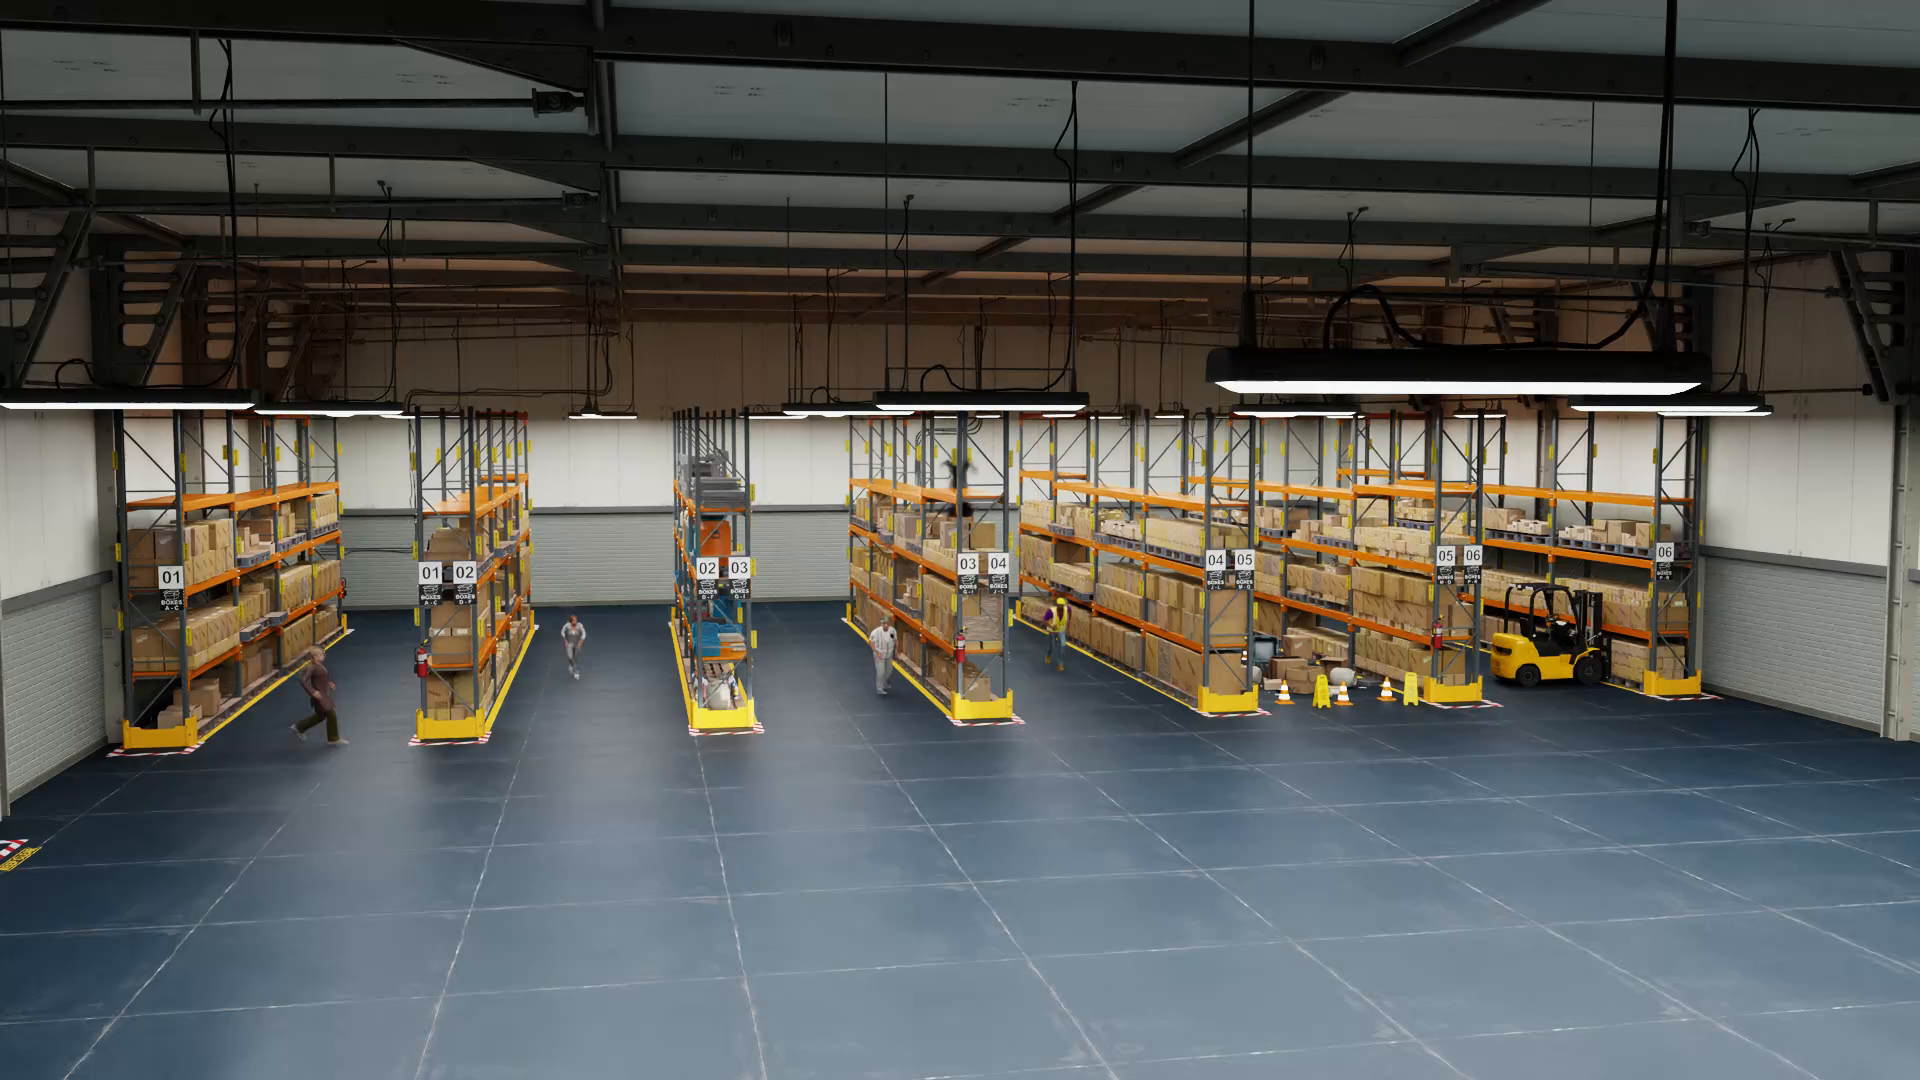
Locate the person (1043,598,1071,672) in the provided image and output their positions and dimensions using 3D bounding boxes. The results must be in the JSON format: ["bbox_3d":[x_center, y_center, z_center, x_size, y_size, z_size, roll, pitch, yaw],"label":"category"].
[{"bbox_3d":[2.215,2.156,38.572,0.744,1.717,1.040,-2,4,-22],"label":"person"}]

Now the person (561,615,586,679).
[{"bbox_3d":[-8.649,2.369,37.232,0.533,1.480,0.903,-1,4,-13],"label":"person"}]

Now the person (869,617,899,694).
[{"bbox_3d":[-1.635,2.399,35.017,0.672,1.669,0.826,-2,5,-29],"label":"person"}]

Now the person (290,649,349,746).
[{"bbox_3d":[-11.287,2.777,29.199,0.988,1.757,0.698,-1,4,-12],"label":"person"}]
